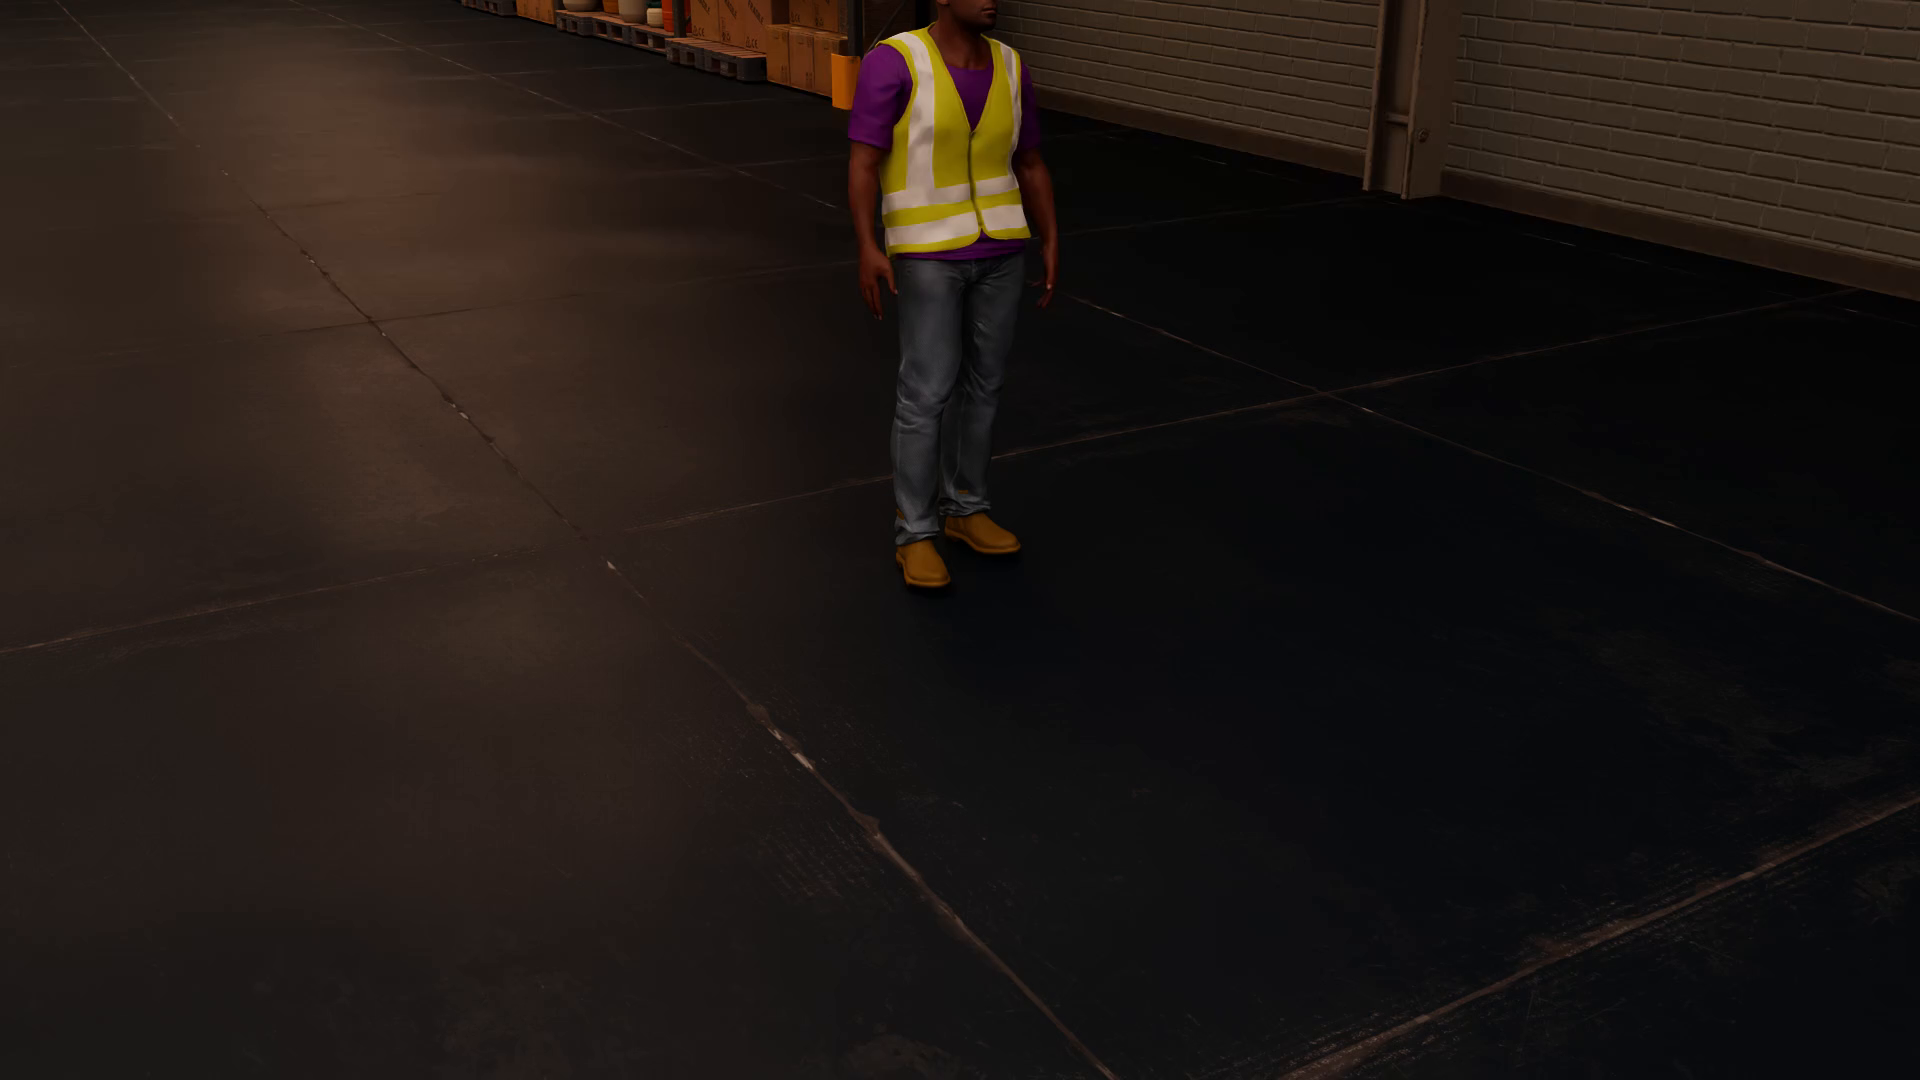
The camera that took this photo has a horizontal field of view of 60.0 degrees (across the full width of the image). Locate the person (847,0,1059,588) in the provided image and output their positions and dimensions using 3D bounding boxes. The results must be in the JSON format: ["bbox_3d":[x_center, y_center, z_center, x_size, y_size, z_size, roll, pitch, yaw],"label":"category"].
[{"bbox_3d":[0.030,-0.800,4.738,0.665,1.768,0.575,-12,25,-28],"label":"person"}]
